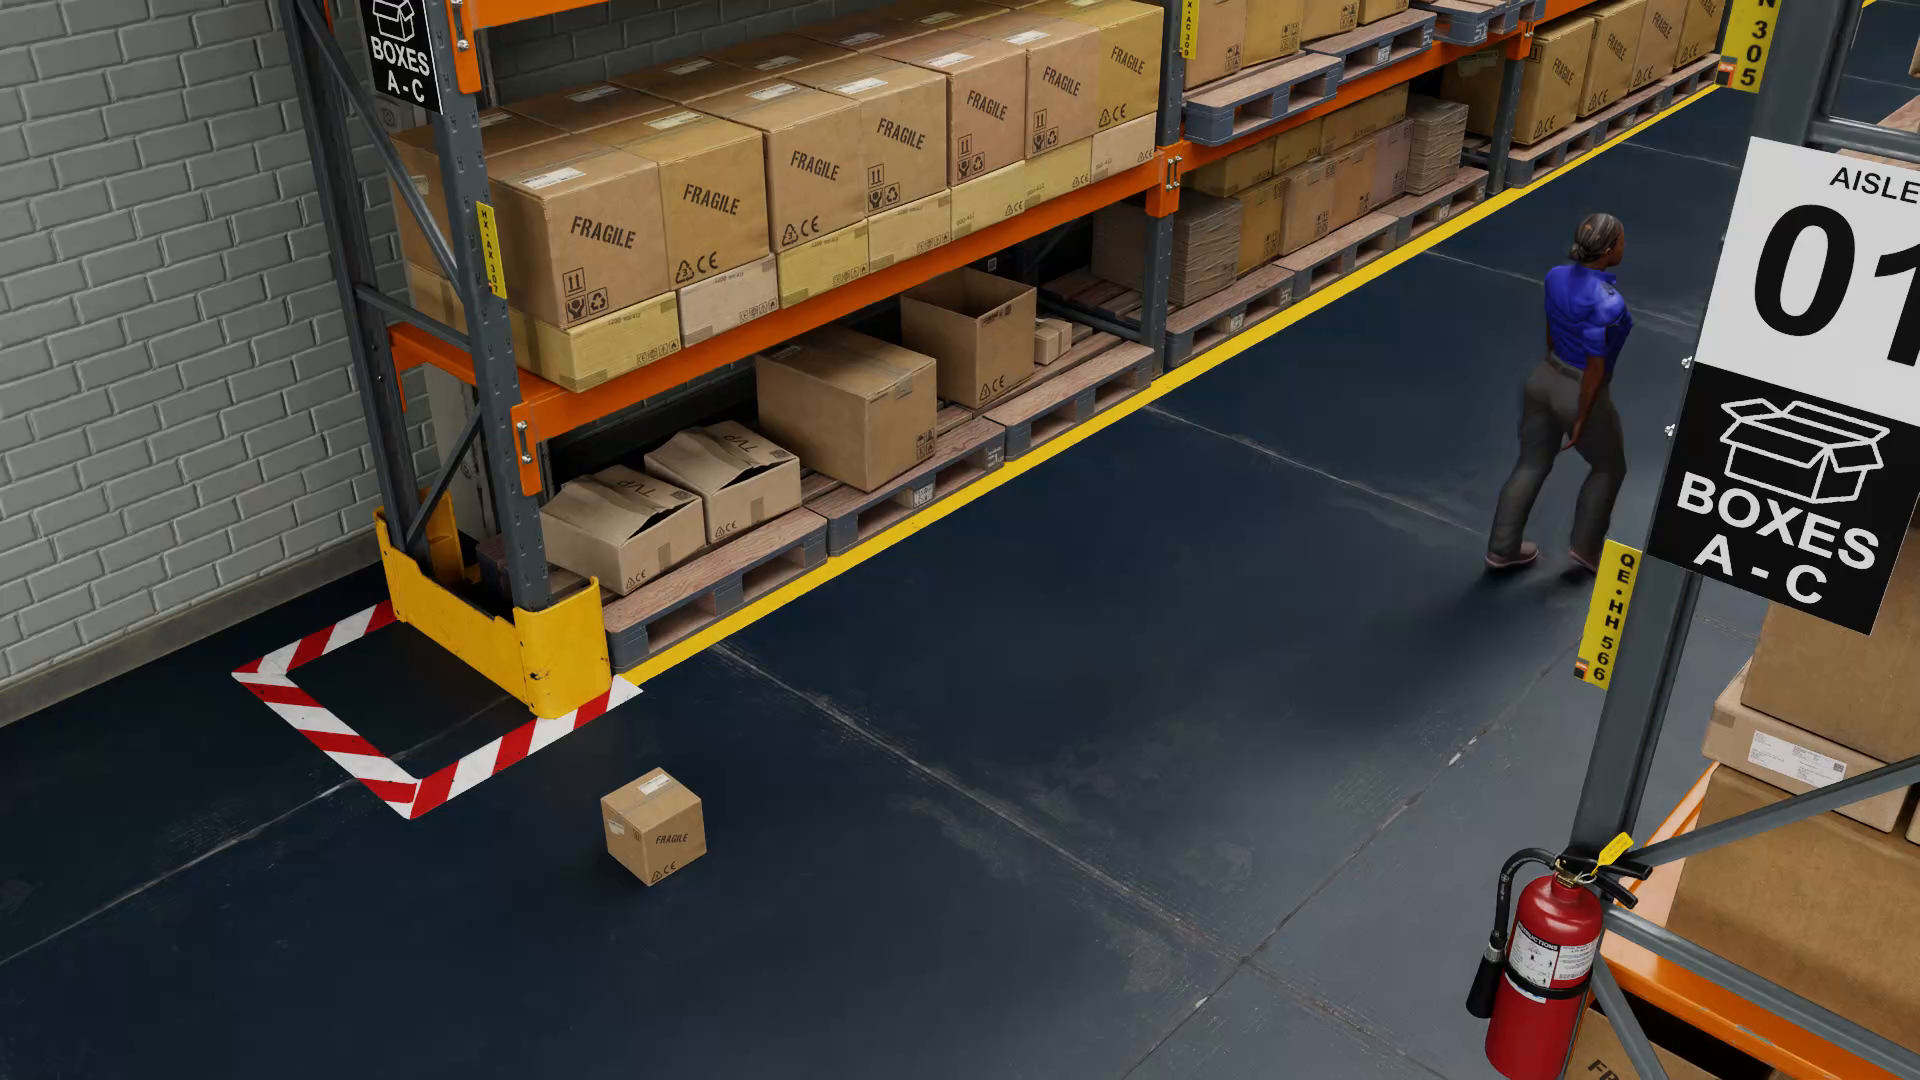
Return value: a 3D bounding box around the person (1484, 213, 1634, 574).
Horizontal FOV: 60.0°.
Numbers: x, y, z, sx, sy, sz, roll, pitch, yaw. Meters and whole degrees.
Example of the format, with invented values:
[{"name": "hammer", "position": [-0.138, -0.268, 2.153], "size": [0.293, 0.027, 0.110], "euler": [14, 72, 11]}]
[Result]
[{"name": "person", "position": [2.634, -0.586, 7.129], "size": [0.590, 1.722, 0.460], "euler": [-13, 34, -21]}]
